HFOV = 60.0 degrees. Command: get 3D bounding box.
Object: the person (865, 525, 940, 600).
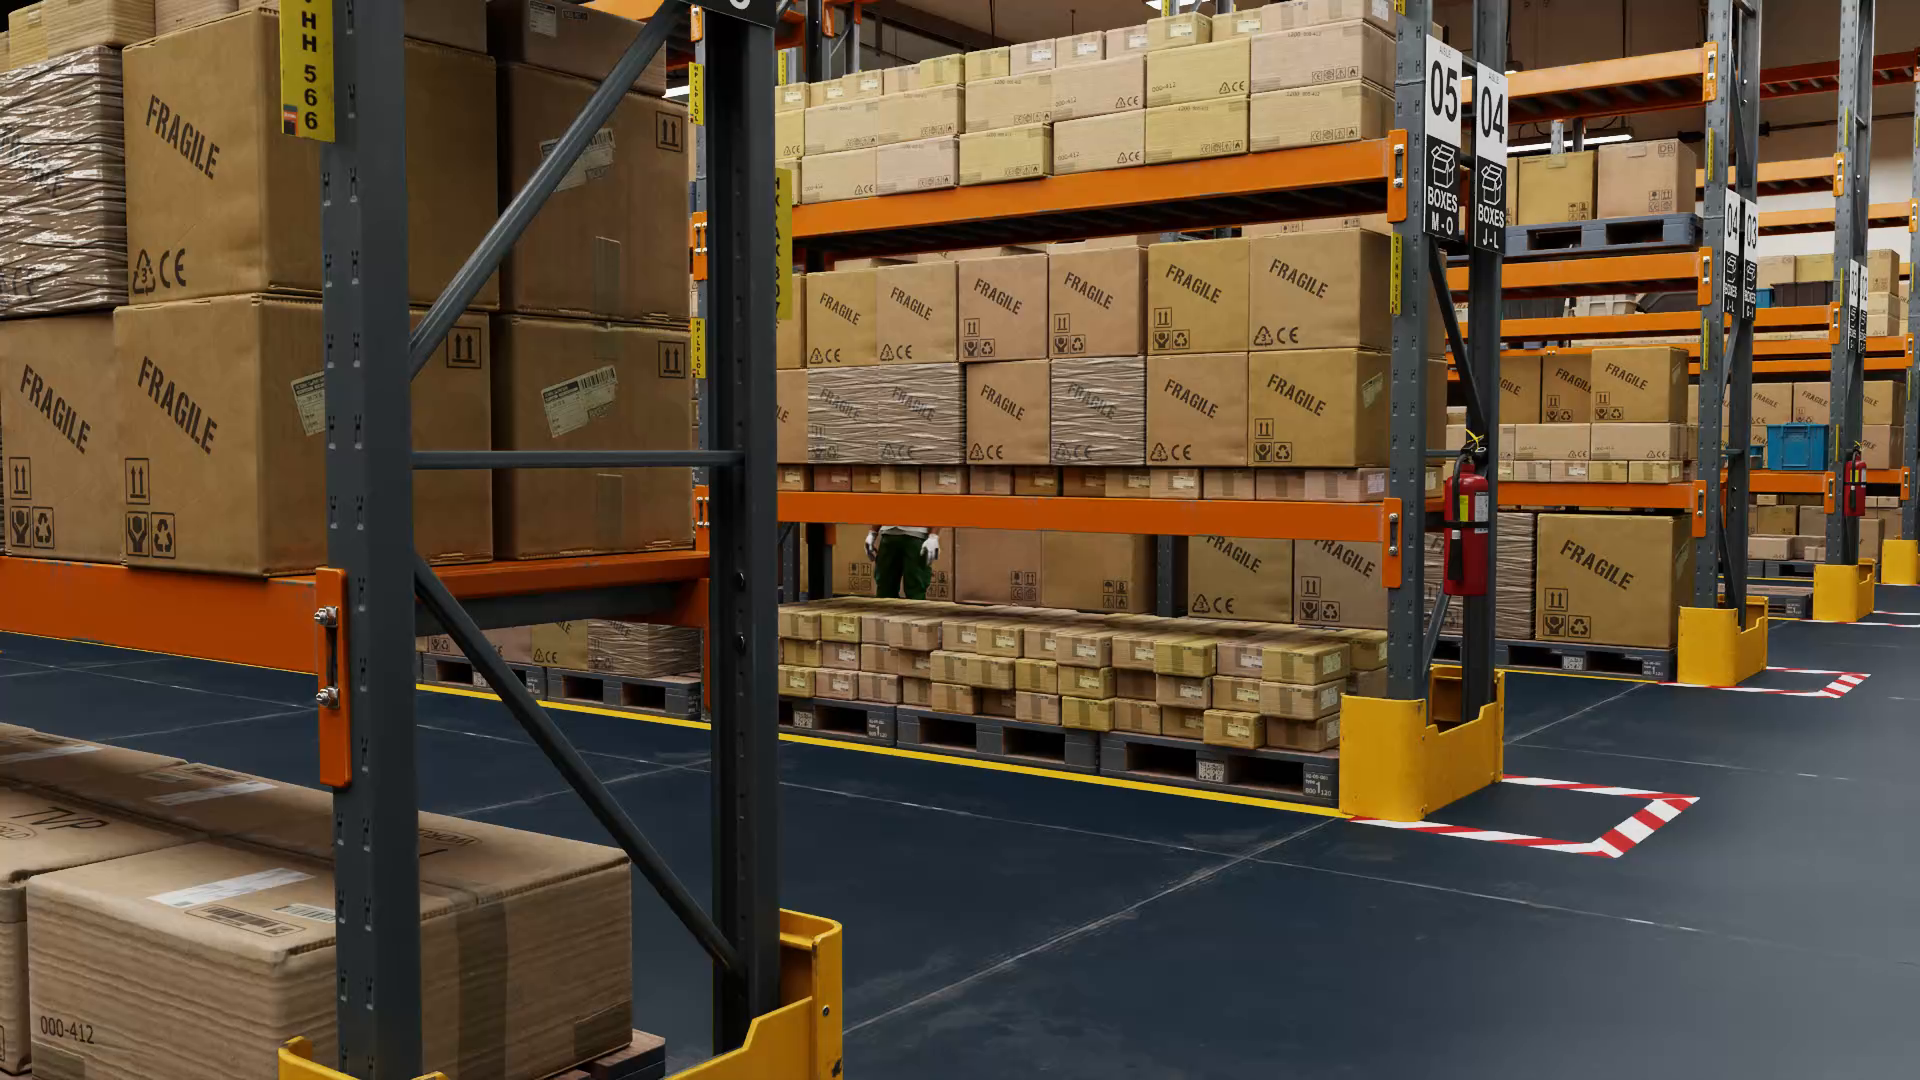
[{"bbox_3d":[-0.399,0.008,11.566,0.616,1.778,0.456,2,4,35],"label":"person"}]
